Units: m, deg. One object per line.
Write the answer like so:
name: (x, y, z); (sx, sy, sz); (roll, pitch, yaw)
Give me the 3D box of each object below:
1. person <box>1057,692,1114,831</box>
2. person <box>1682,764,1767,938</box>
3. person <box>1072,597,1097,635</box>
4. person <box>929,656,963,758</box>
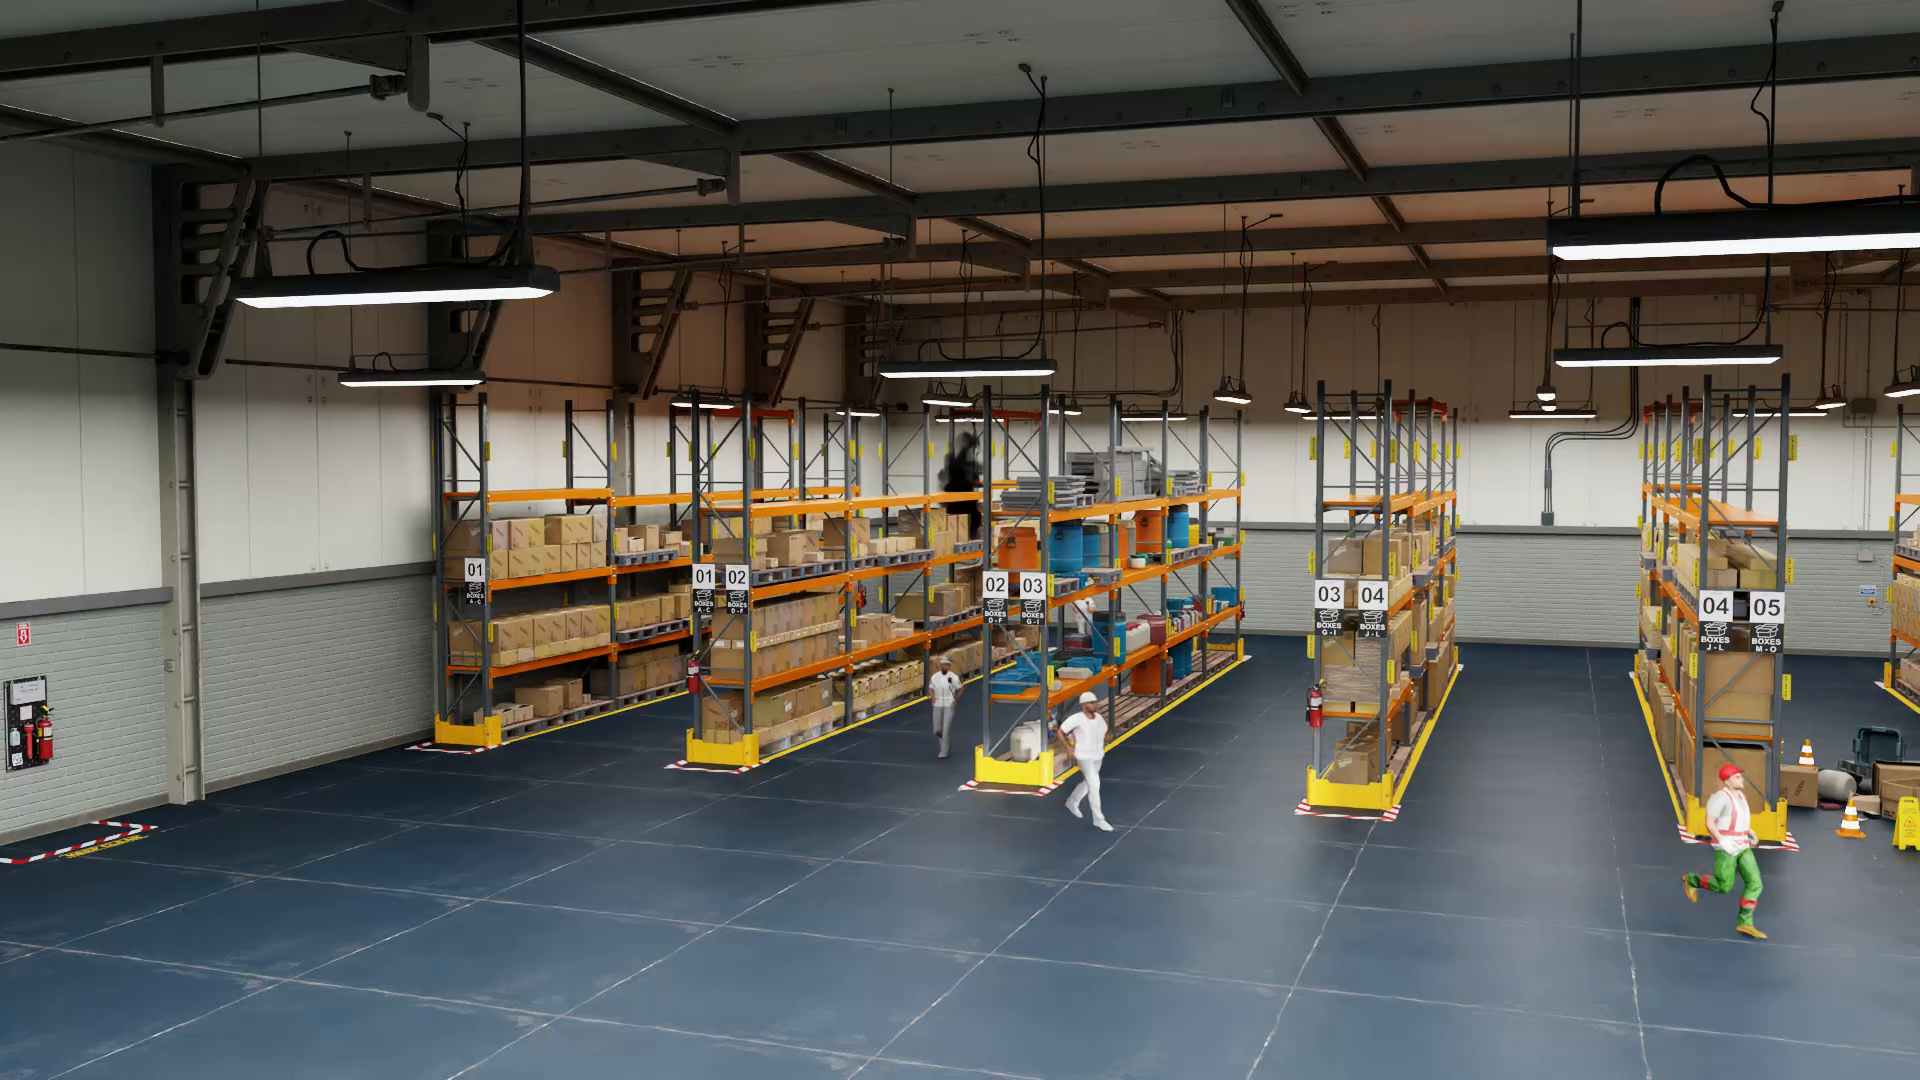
person: (1.724, 2.909, 22.162); (0.693, 1.772, 0.960); (-3, 4, -43)
person: (8.046, 3.220, 17.444); (0.655, 1.752, 0.897); (-2, 3, -29)
person: (3.026, 2.024, 40.532); (0.608, 1.715, 0.795); (0, 3, 4)
person: (-0.238, 2.720, 27.316); (0.572, 1.653, 0.617); (1, 3, 10)
